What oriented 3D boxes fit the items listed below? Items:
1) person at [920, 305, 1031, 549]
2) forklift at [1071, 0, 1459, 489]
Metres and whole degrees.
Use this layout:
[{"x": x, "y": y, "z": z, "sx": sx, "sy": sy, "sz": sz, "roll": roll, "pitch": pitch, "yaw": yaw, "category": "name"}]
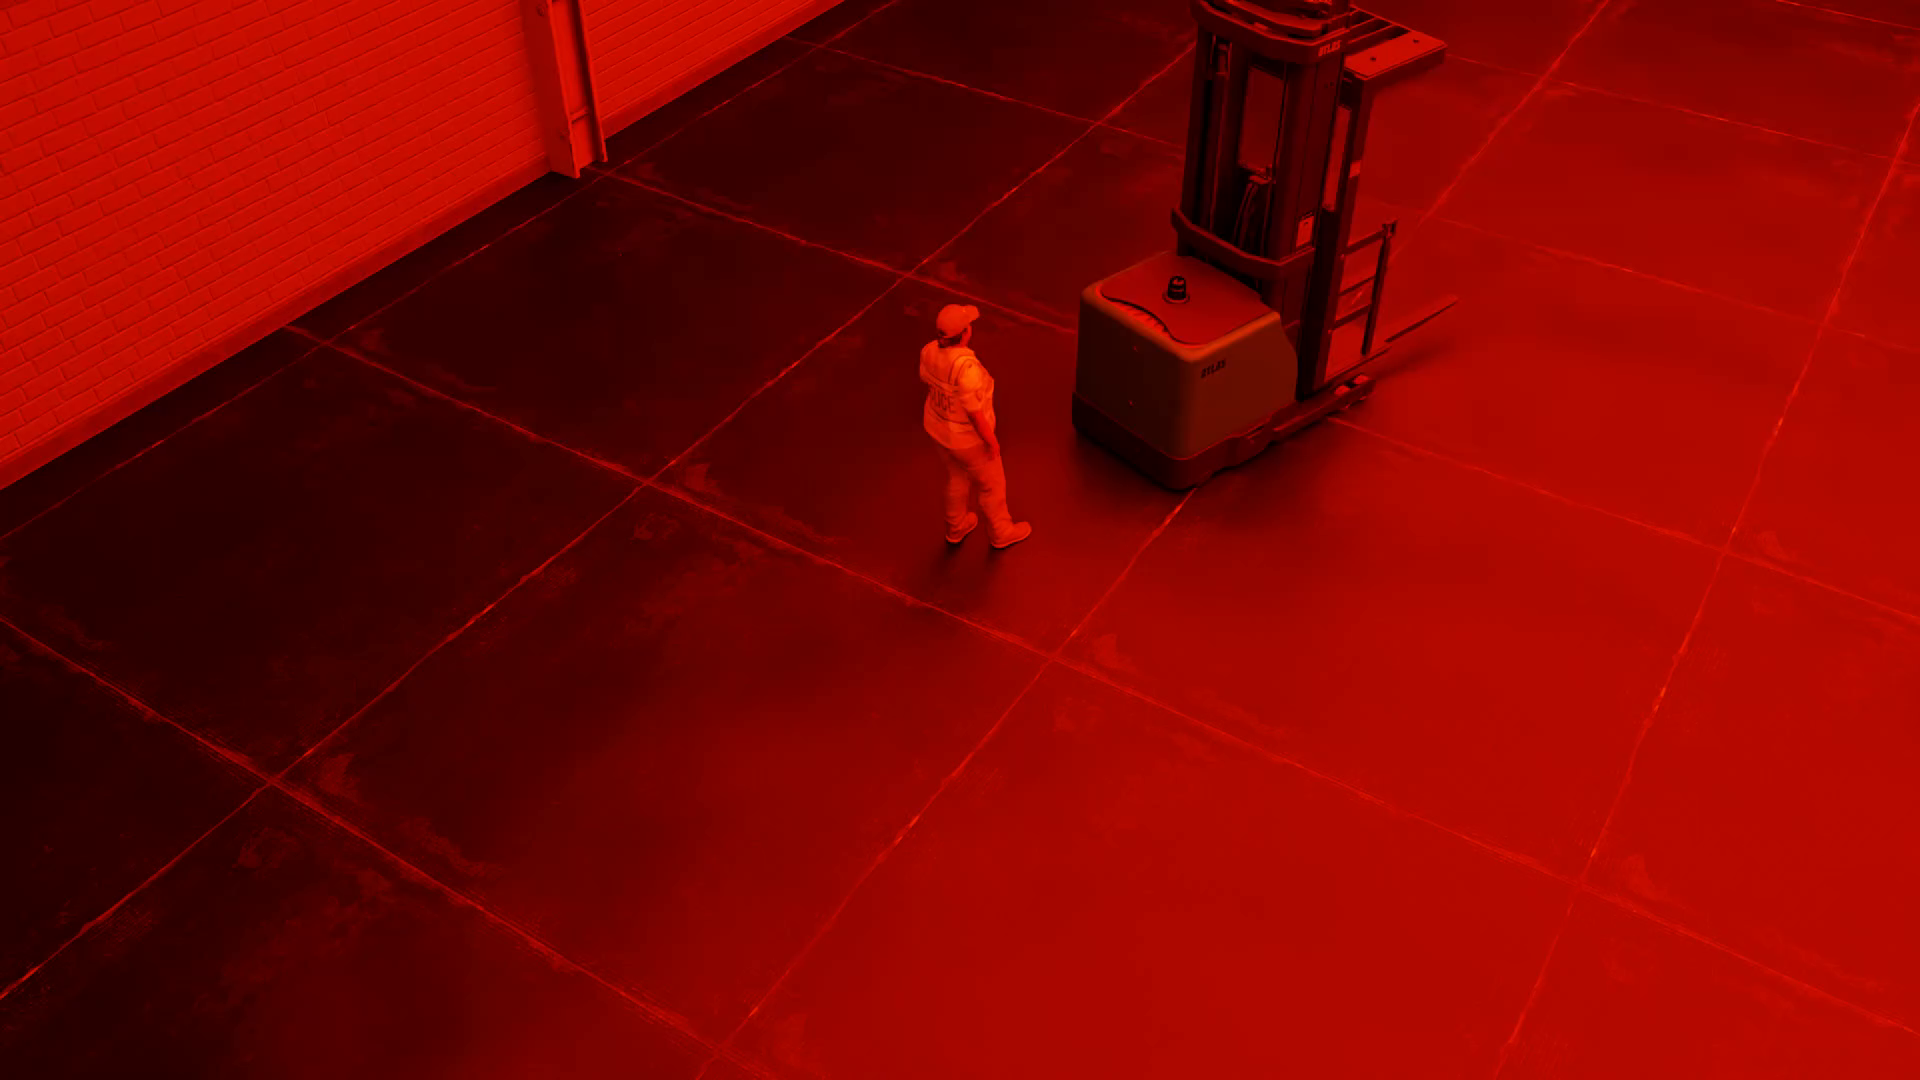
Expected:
[{"x": 0.089, "y": -0.687, "z": 9.761, "sx": 0.579, "sy": 1.669, "sz": 0.566, "roll": -27, "pitch": 47, "yaw": -28, "category": "person"}, {"x": 2.203, "y": -2.235, "z": 10.604, "sx": 3.031, "sy": 2.935, "sz": 1.130, "roll": -28, "pitch": 48, "yaw": -29, "category": "forklift"}]
